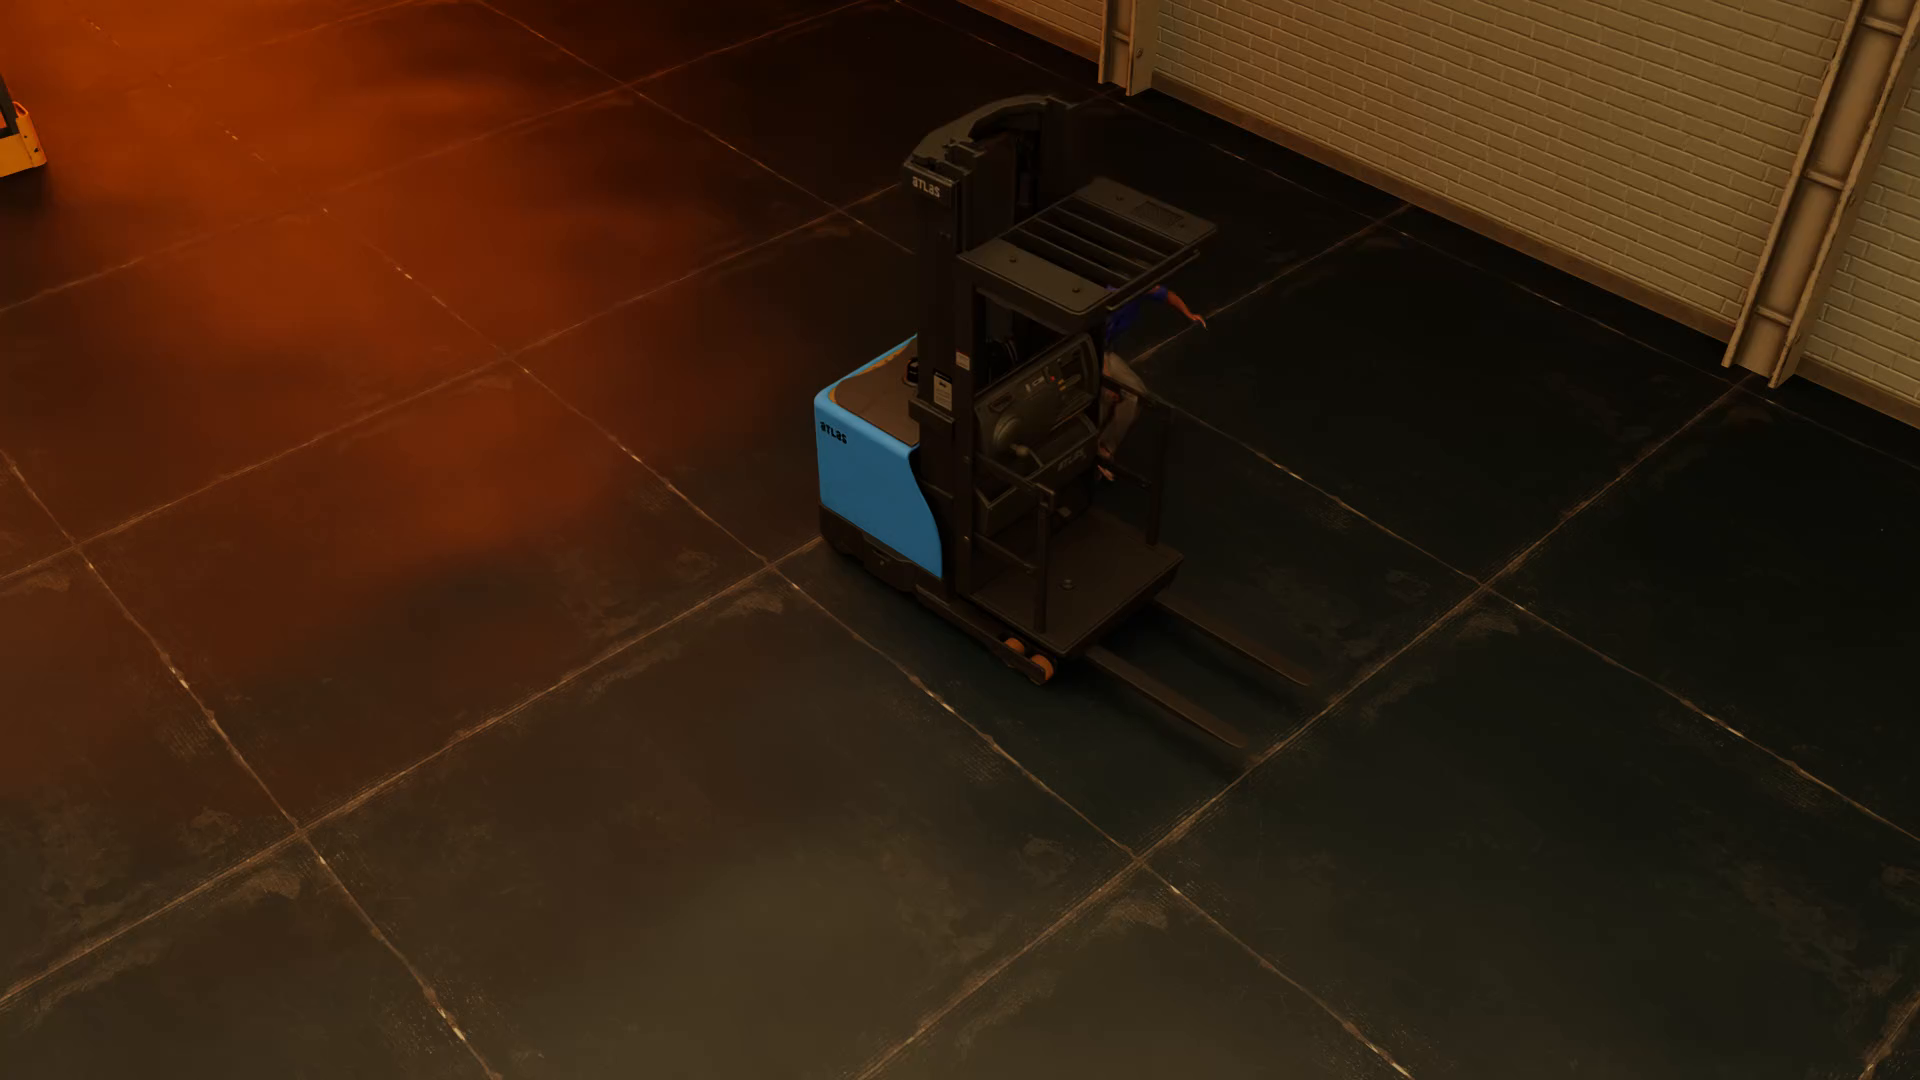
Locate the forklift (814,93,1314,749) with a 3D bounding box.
[{"bbox_3d":[0.571,-0.698,8.718,3.031,2.935,1.130,31,50,31],"label":"forklift"}]

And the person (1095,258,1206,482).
[{"bbox_3d":[1.061,-1.091,10.336,0.844,1.429,0.883,10,42,12],"label":"person"}]
